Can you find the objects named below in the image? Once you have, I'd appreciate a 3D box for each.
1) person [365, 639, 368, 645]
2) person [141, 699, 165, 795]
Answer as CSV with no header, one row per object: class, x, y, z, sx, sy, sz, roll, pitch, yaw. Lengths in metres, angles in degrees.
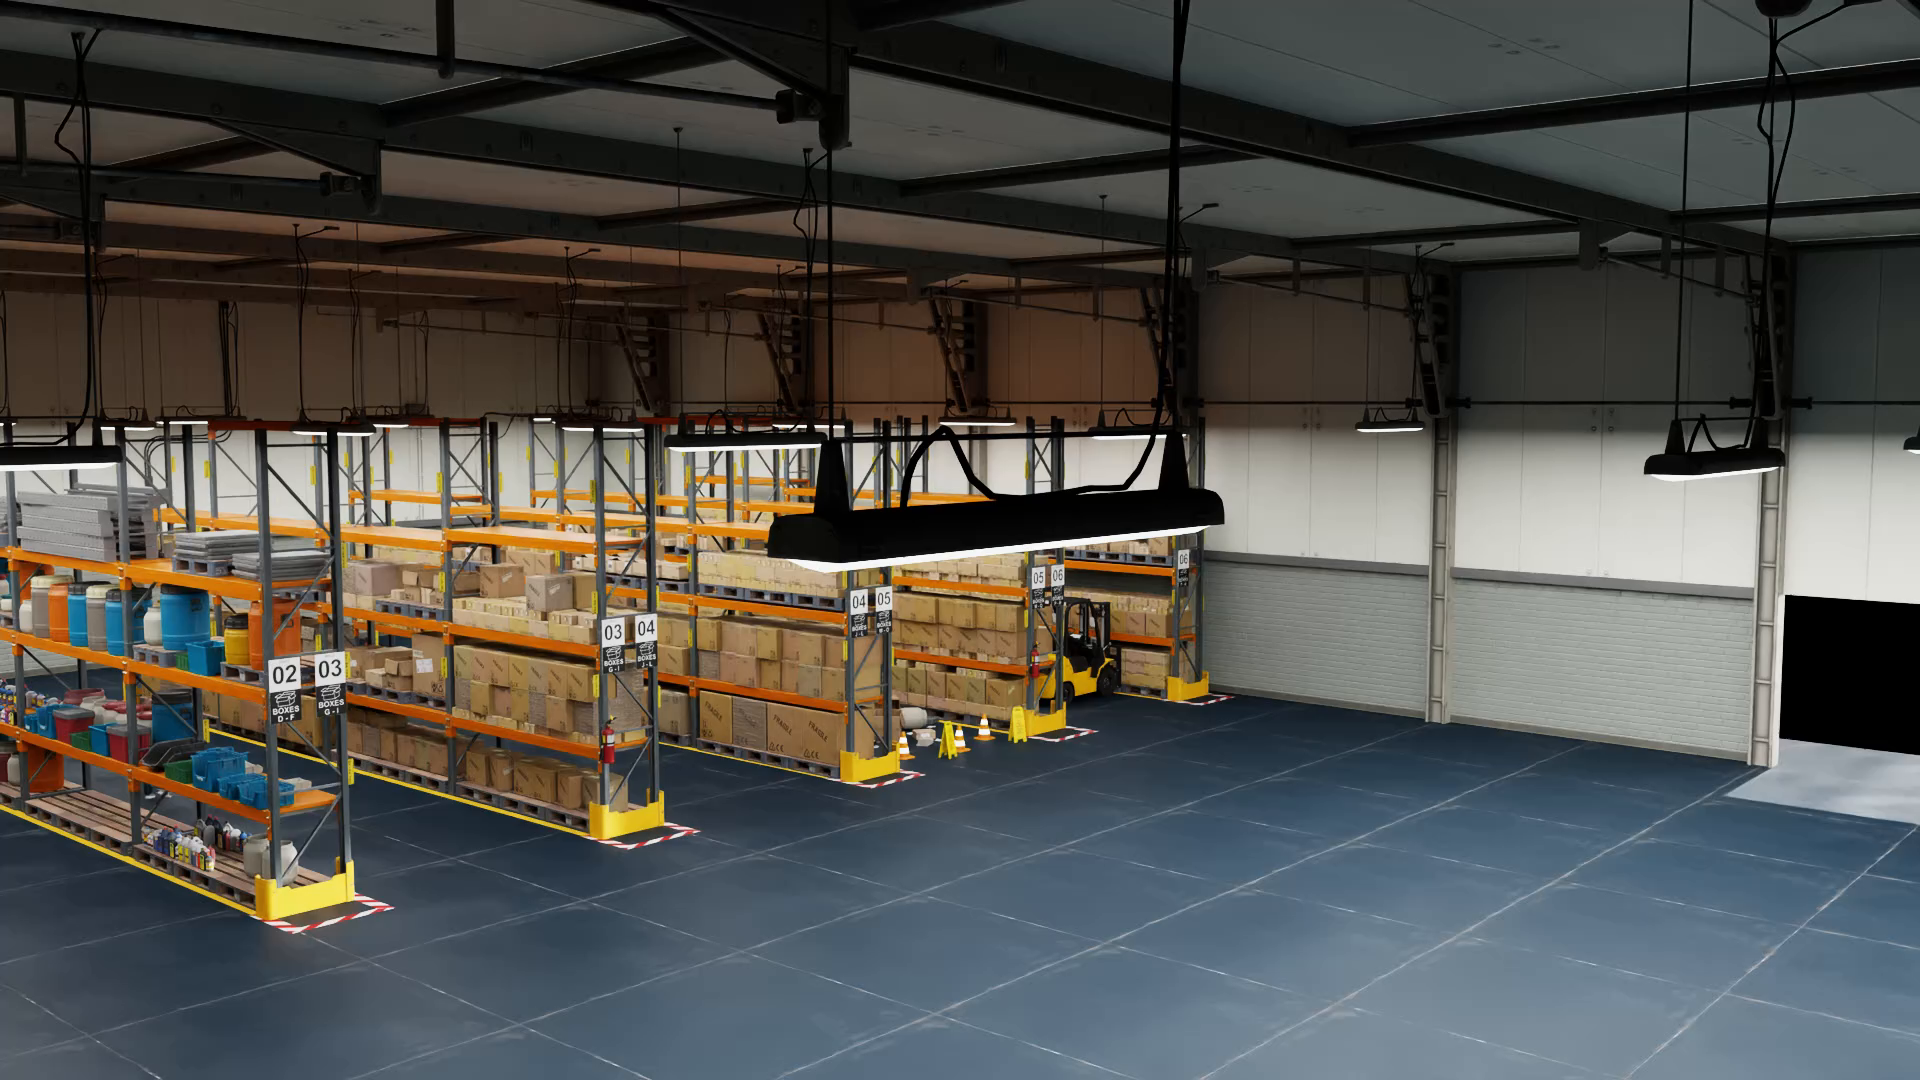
person,-11.565,2.759,32.733,1.067,1.663,0.643,4,6,39
person,-12.927,3.298,26.503,0.430,1.473,0.505,0,5,-2
